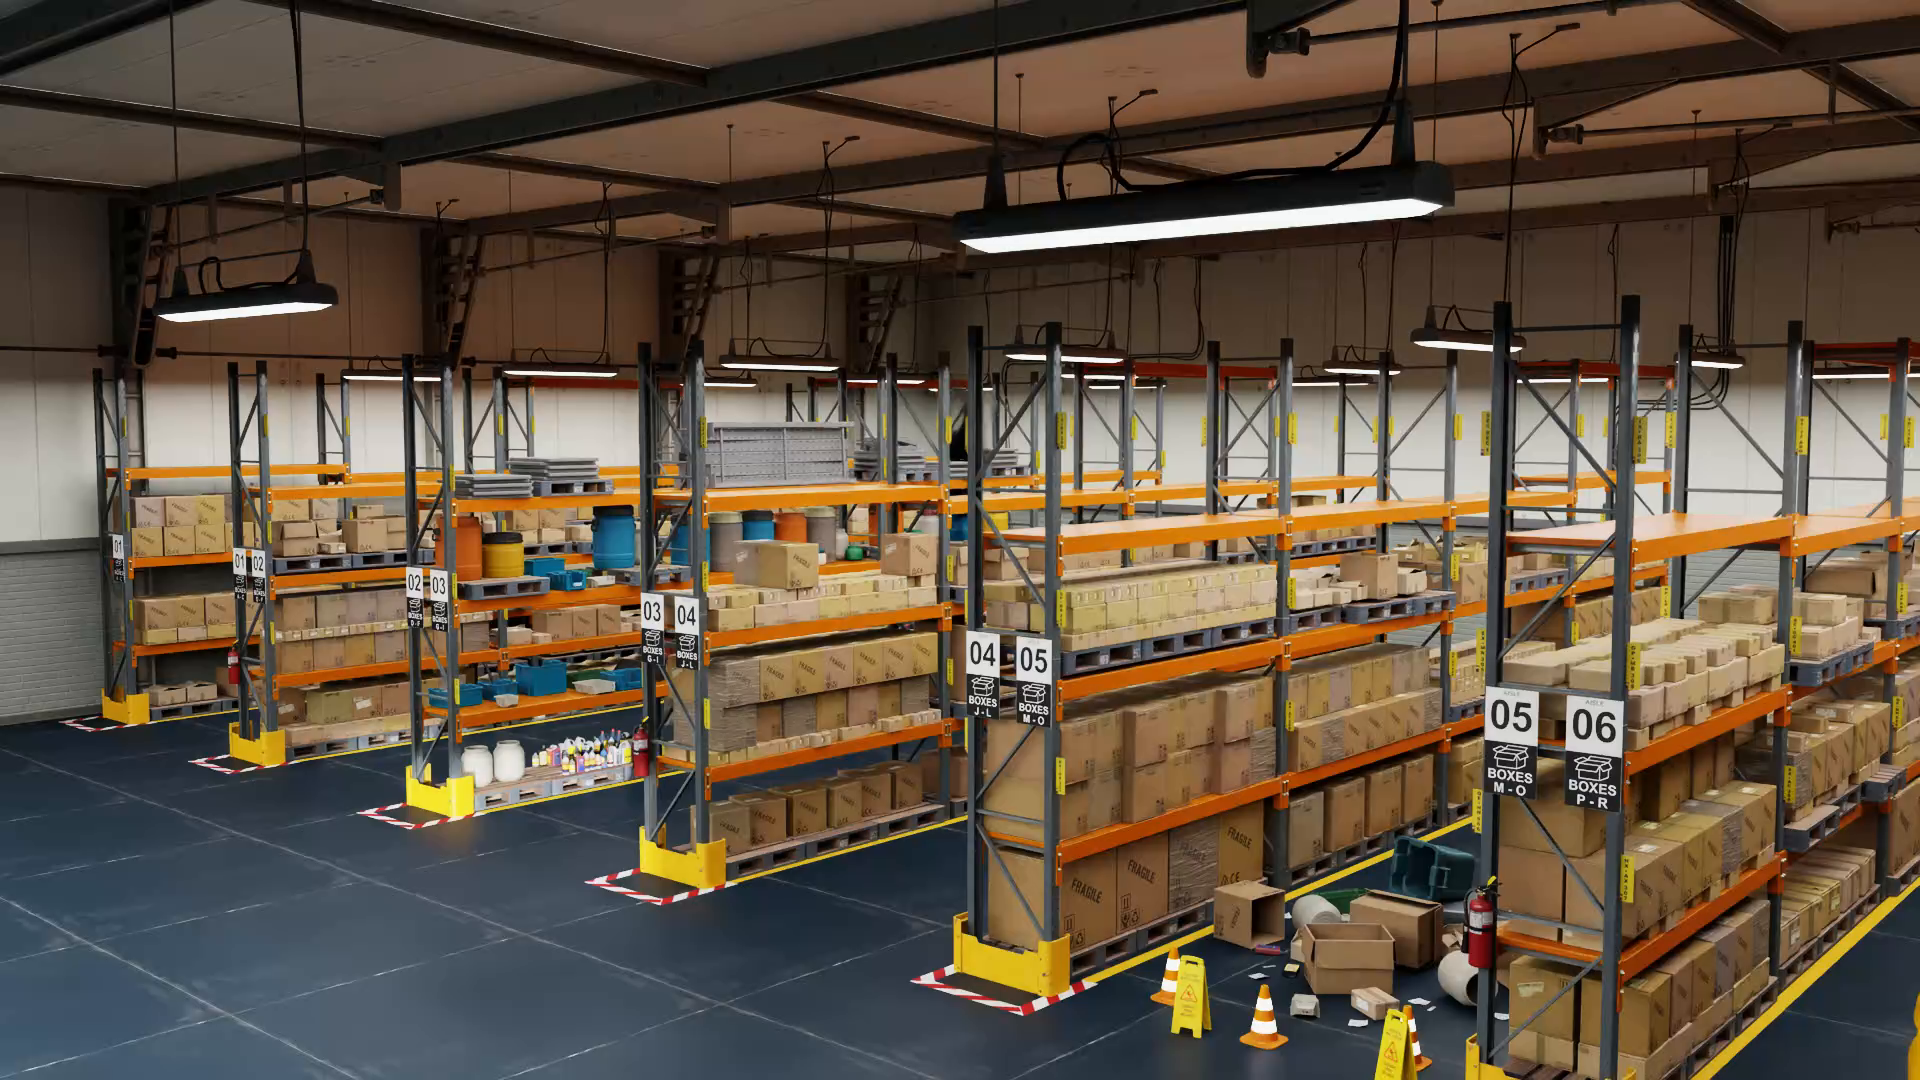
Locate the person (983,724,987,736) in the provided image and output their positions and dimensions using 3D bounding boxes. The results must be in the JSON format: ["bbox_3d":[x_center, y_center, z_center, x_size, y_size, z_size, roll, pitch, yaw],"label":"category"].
[{"bbox_3d":[0.543,2.500,25.235,0.586,1.613,0.584,4,6,41],"label":"person"}]

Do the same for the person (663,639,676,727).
[{"bbox_3d":[-4.963,2.231,28.226,0.626,1.782,0.826,2,5,25],"label":"person"}]
